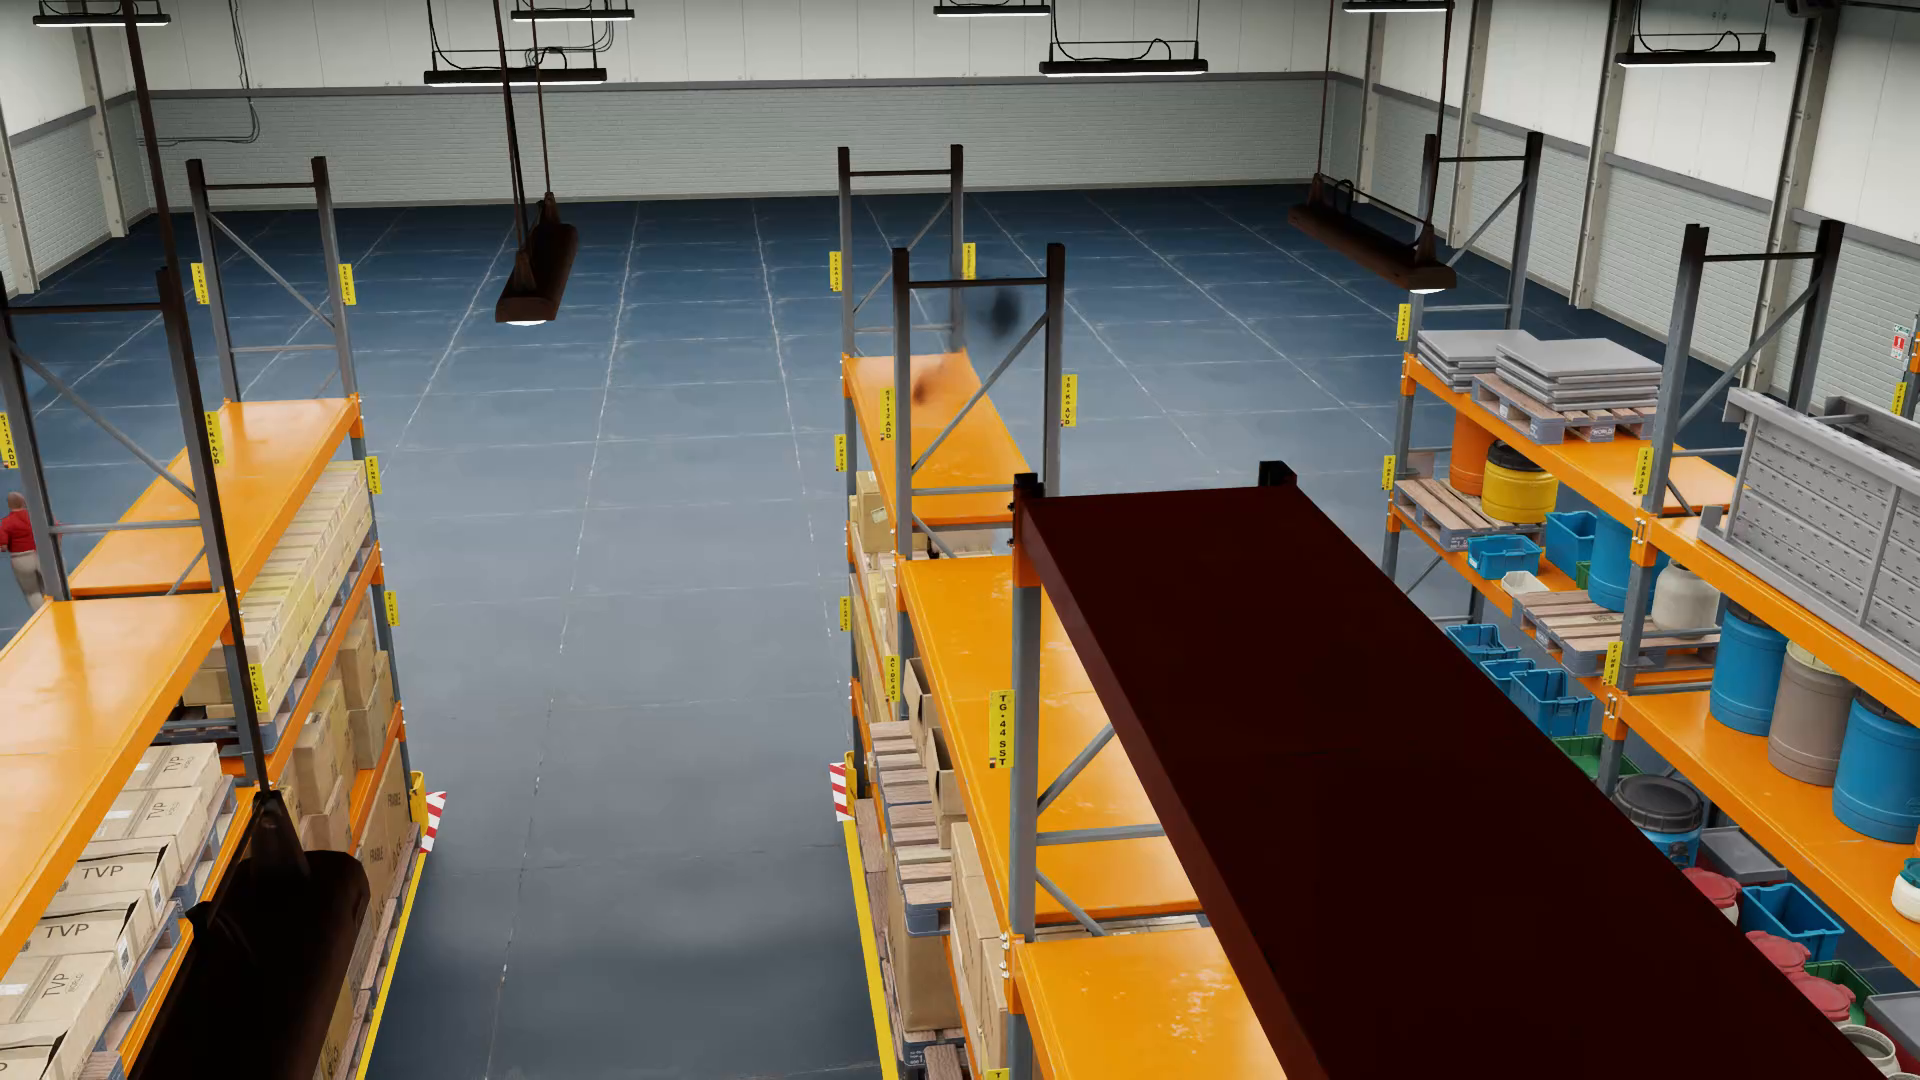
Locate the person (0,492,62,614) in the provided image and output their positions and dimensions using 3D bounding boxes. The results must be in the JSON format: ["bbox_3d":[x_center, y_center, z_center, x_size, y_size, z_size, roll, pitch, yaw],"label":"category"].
[{"bbox_3d":[-10.463,0.248,18.728,0.662,1.709,0.633,19,29,40],"label":"person"}]
